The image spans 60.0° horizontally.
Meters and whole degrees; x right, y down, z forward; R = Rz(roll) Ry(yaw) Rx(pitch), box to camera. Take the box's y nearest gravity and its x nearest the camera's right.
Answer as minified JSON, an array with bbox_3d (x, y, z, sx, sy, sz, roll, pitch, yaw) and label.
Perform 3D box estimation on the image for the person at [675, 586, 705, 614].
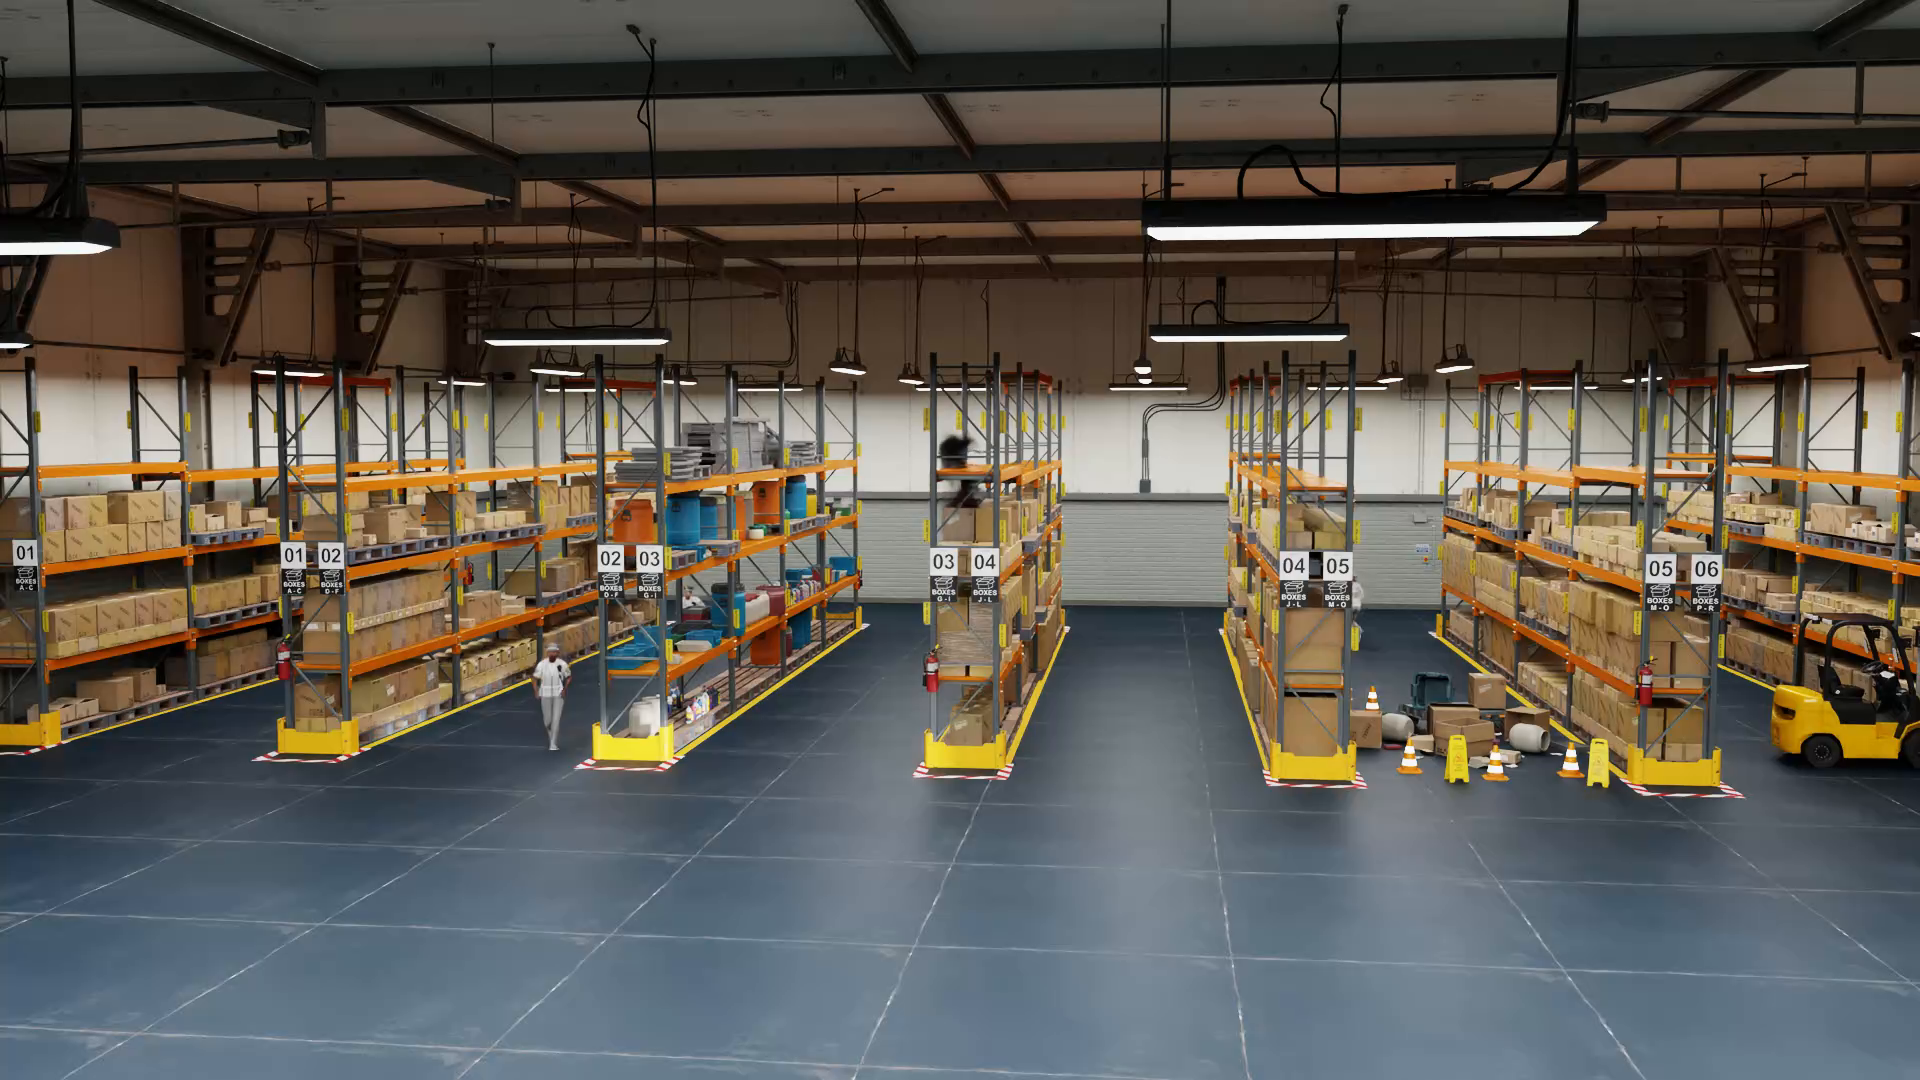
[{"bbox_3d":[-5.696,1.730,35.140,0.606,1.577,0.802,0,4,-2],"label":"person"}]

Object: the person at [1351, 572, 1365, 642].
[{"bbox_3d":[8.931,1.537,37.632,0.614,1.633,0.523,-2,4,-23],"label":"person"}]

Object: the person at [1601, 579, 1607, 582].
[{"bbox_3d":[14.179,1.578,36.297,0.644,1.706,0.944,-2,4,-22],"label":"person"}]

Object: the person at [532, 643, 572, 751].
[{"bbox_3d":[-6.263,2.374,25.556,0.602,1.649,0.700,-1,4,-10],"label":"person"}]
